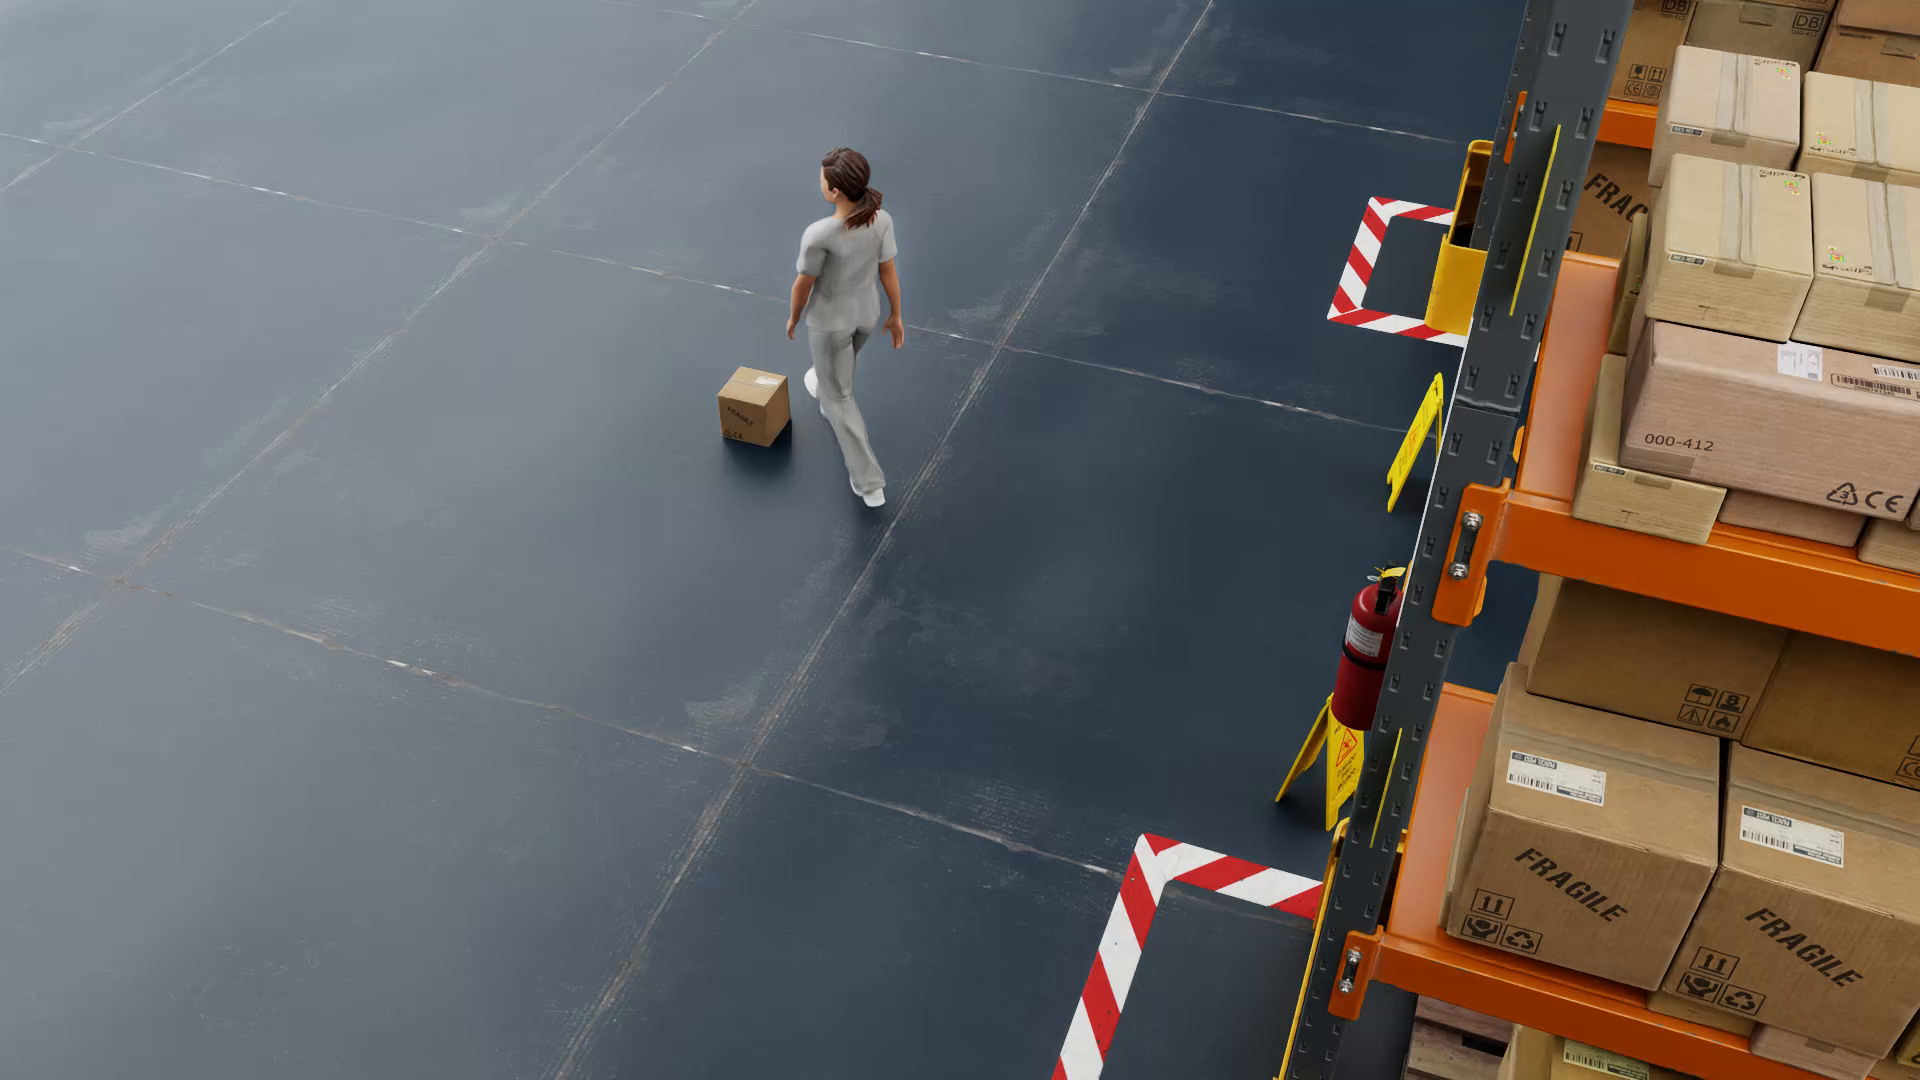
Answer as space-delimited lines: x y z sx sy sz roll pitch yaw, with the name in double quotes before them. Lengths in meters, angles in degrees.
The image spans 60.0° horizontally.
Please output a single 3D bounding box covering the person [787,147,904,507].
"person" -0.553 -1.022 7.340 0.462 1.611 1.032 -26 48 -26
